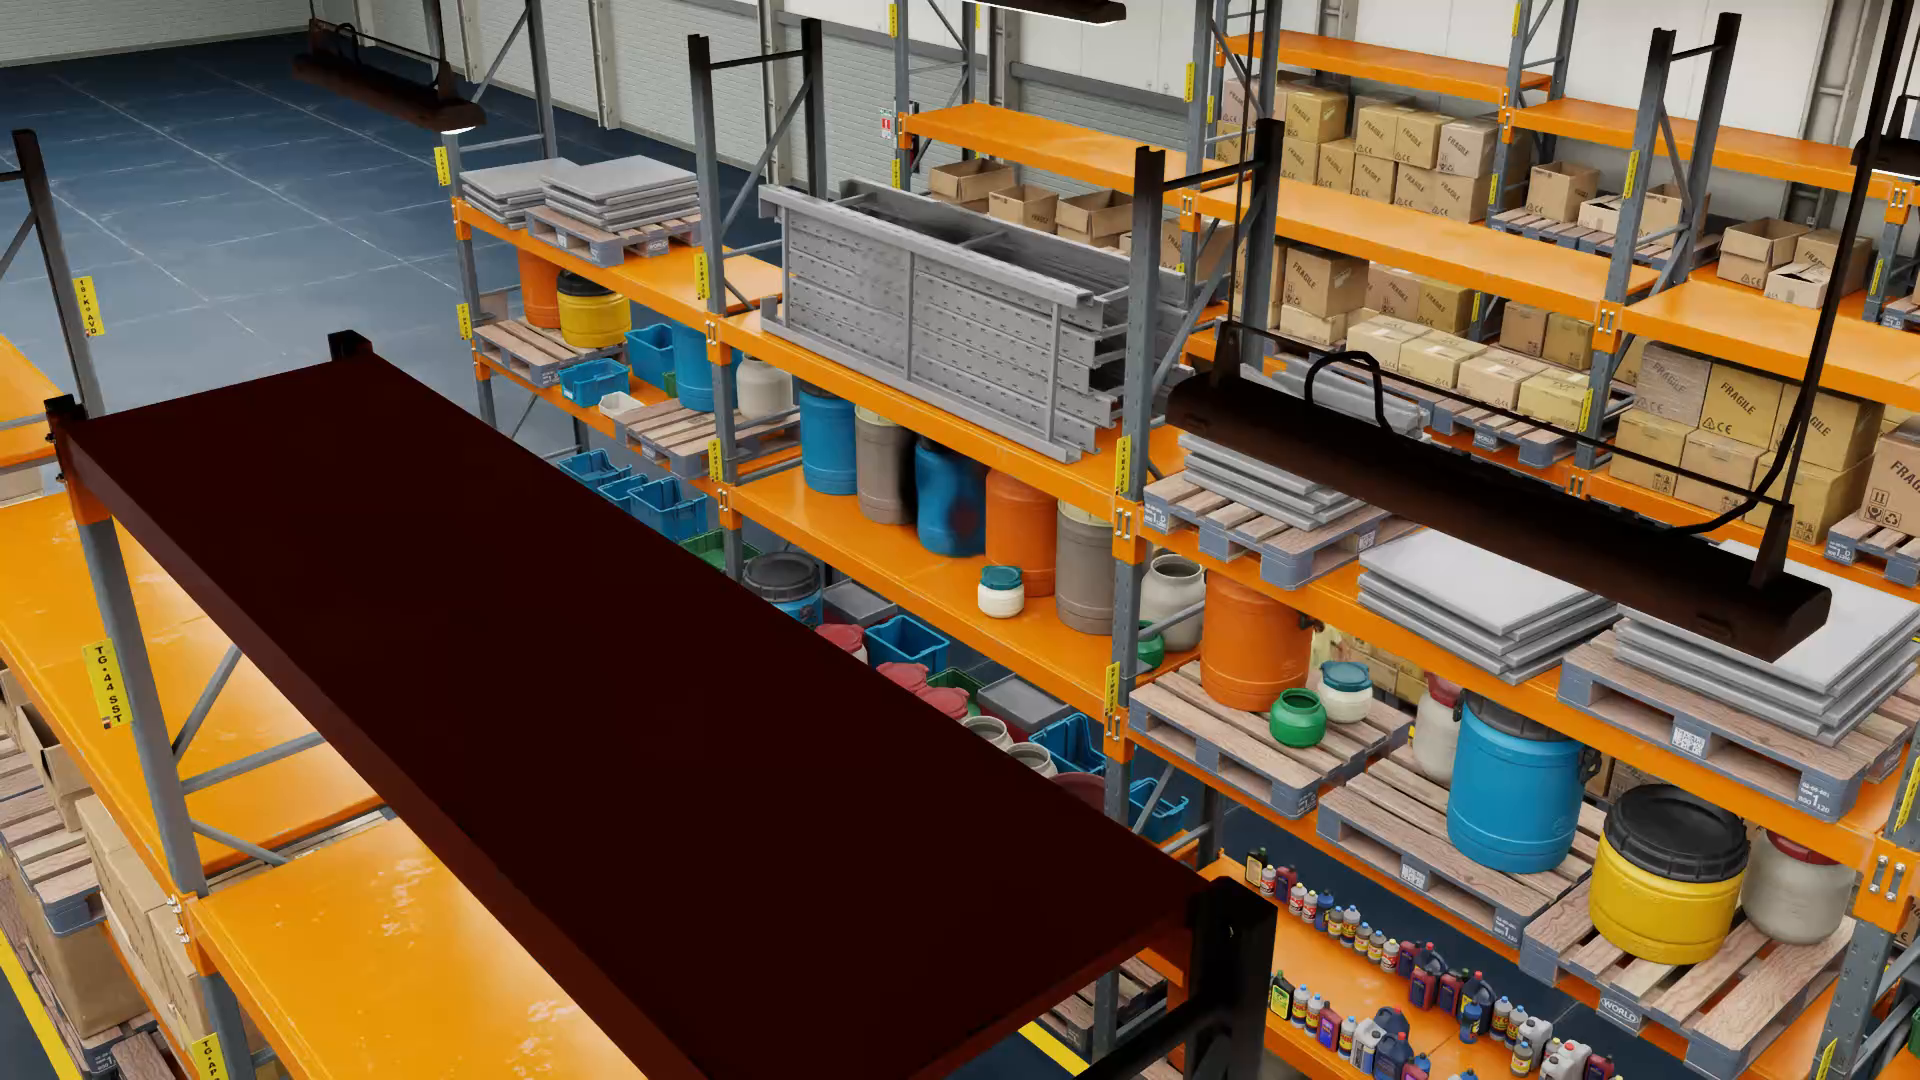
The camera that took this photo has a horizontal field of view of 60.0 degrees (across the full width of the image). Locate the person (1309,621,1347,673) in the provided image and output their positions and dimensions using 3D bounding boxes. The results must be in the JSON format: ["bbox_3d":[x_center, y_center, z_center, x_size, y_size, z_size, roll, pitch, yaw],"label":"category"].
[{"bbox_3d":[2.884,1.236,13.383,0.649,1.602,0.565,15,31,27],"label":"person"}]
